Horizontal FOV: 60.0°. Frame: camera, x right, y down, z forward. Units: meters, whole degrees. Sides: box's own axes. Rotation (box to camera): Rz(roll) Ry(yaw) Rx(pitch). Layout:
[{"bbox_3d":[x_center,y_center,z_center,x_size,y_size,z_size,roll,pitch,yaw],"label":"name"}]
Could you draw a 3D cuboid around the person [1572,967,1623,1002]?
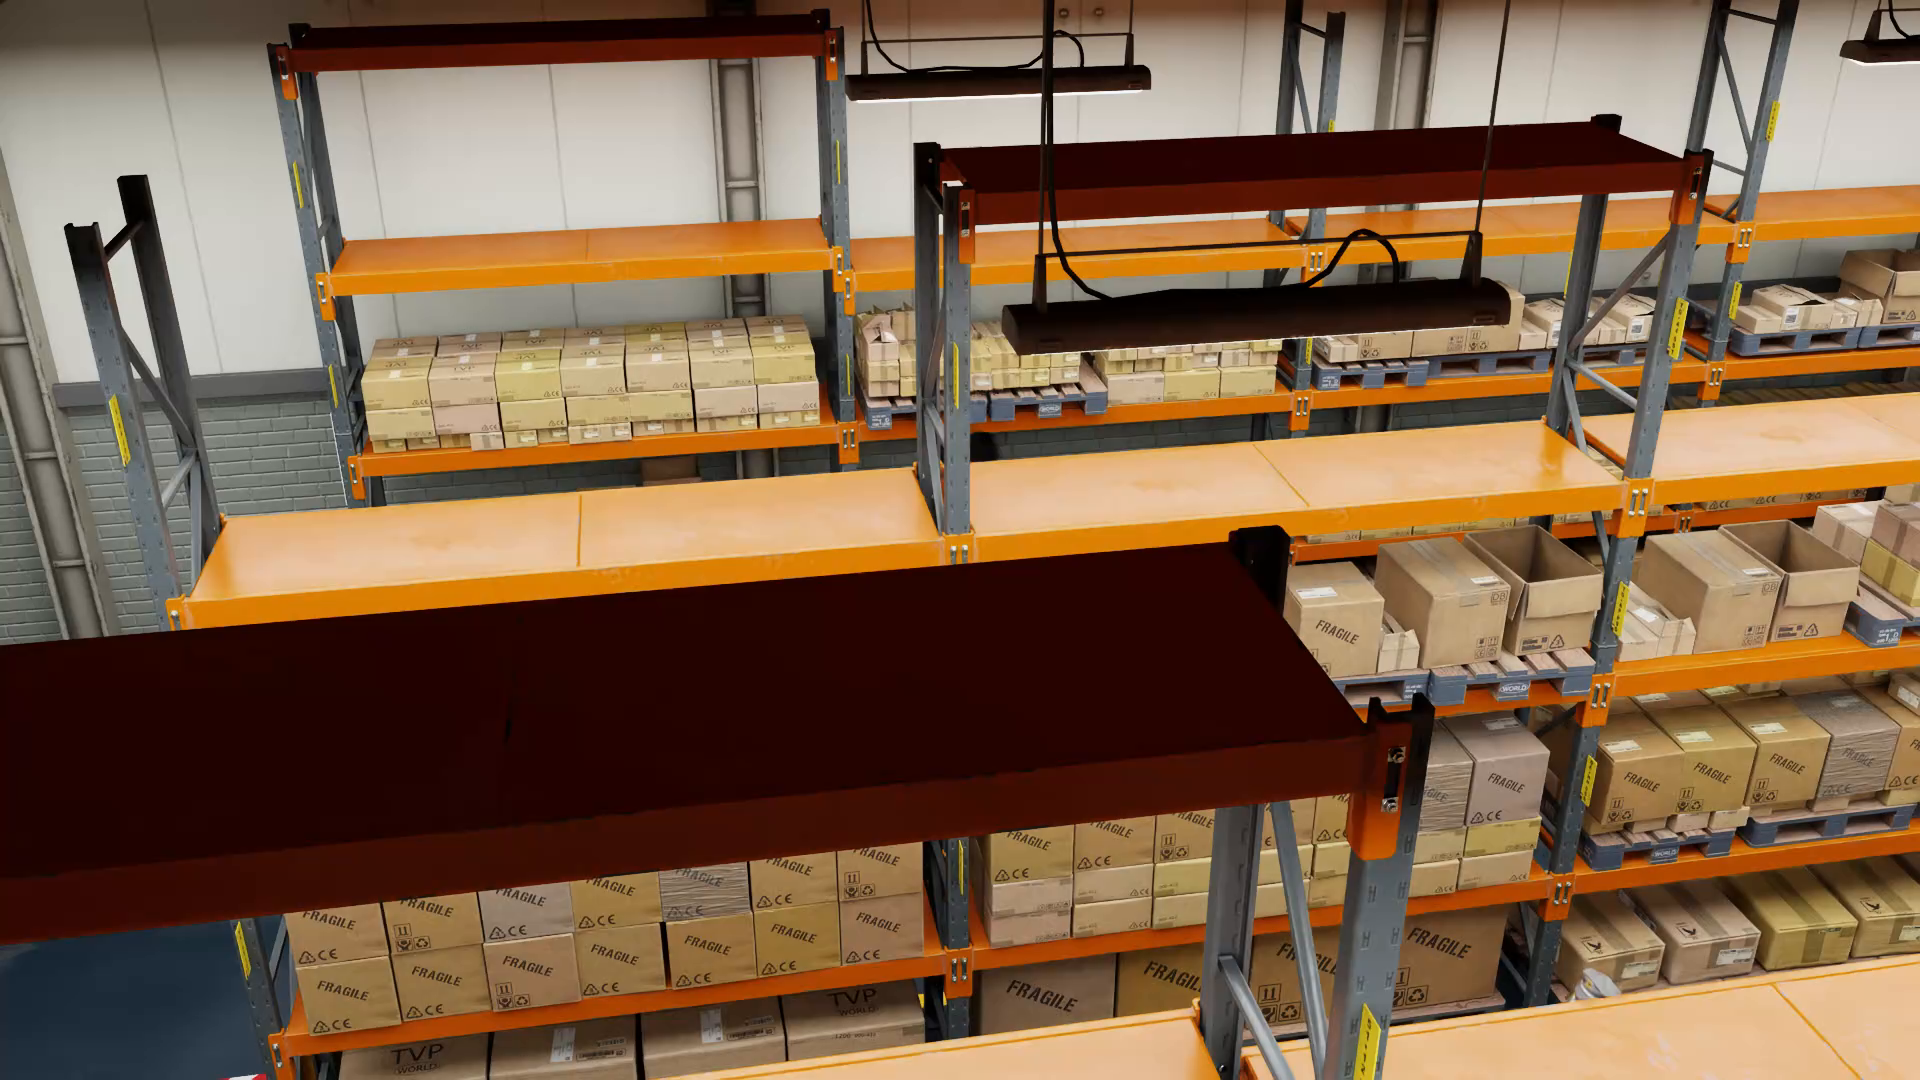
[{"bbox_3d":[3.661,3.158,9.895,0.380,1.632,0.514,-2,26,-4],"label":"person"}]
